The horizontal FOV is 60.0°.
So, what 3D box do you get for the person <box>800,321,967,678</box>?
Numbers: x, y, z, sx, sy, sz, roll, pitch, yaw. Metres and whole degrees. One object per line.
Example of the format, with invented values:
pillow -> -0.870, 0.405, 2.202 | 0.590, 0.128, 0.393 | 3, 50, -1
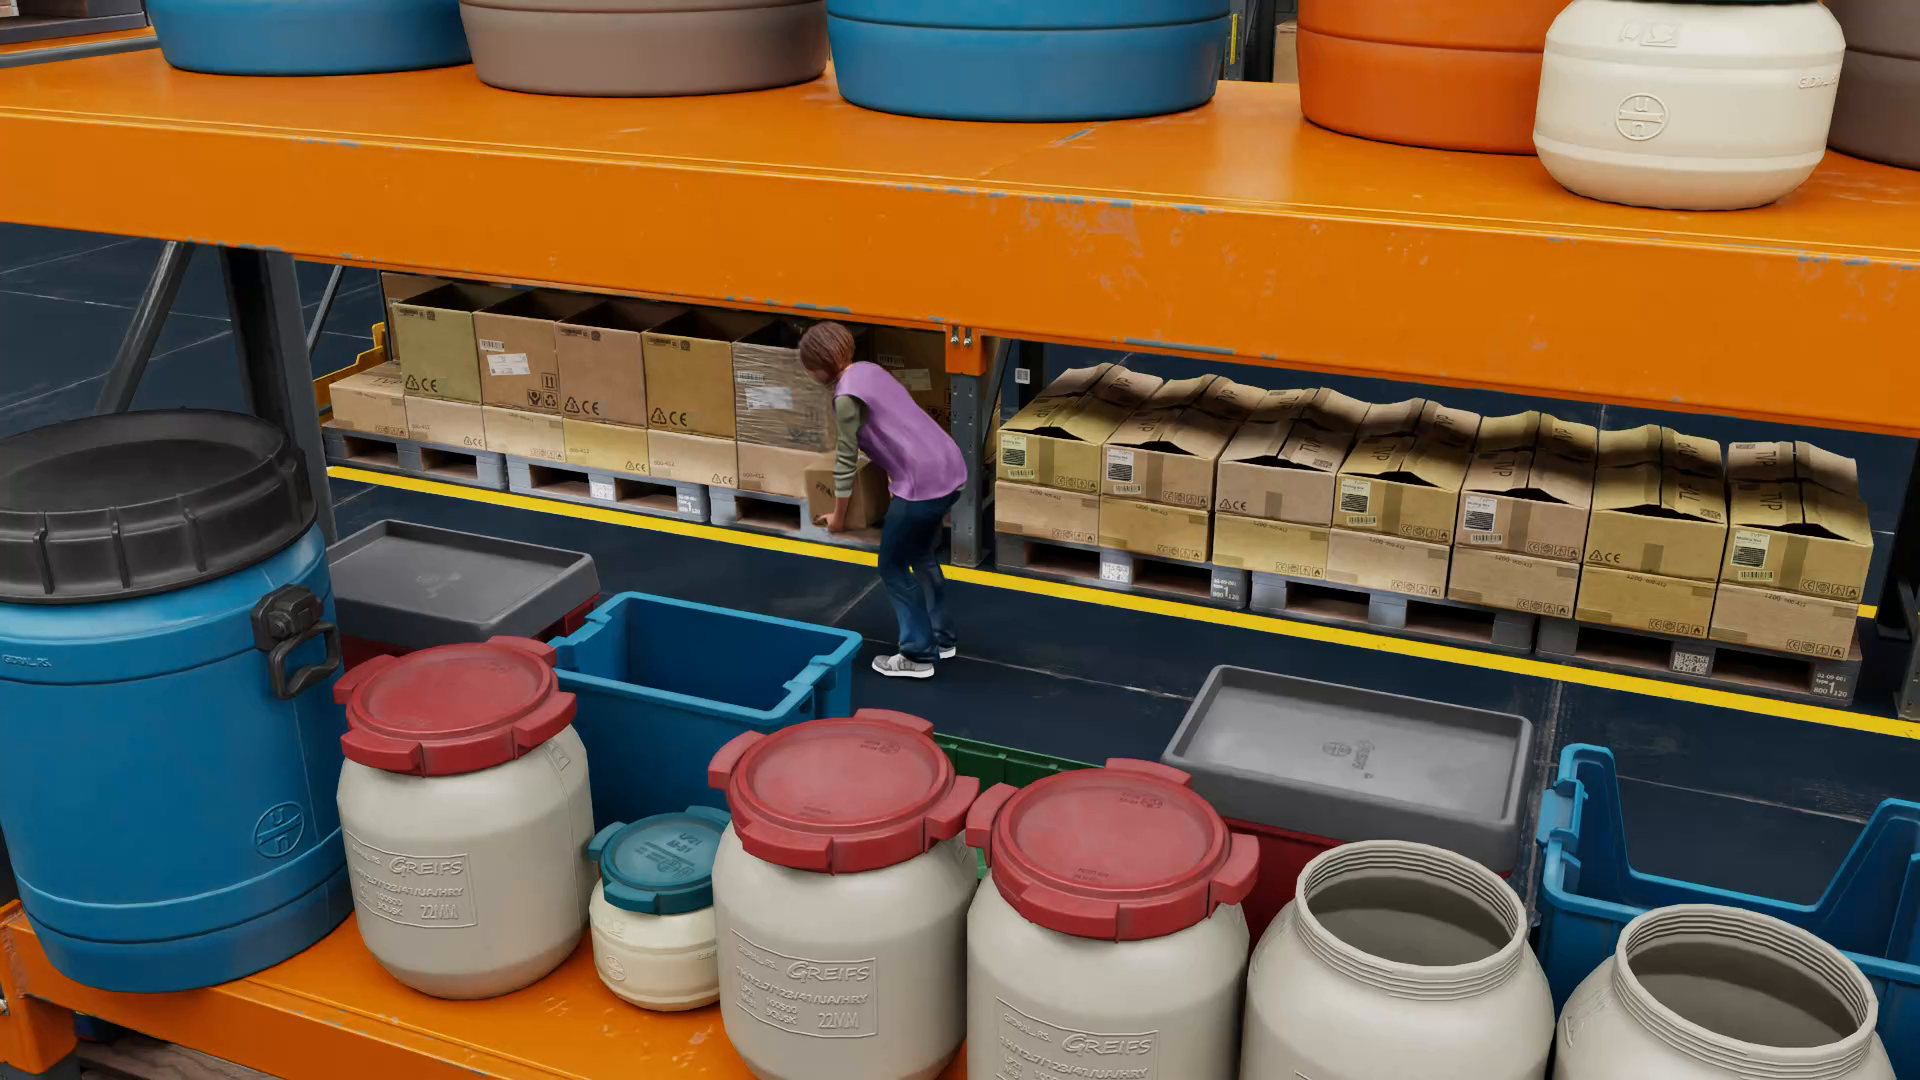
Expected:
person -> -0.310, -0.160, 6.721 | 0.690, 1.424, 0.376 | 10, 25, 22
